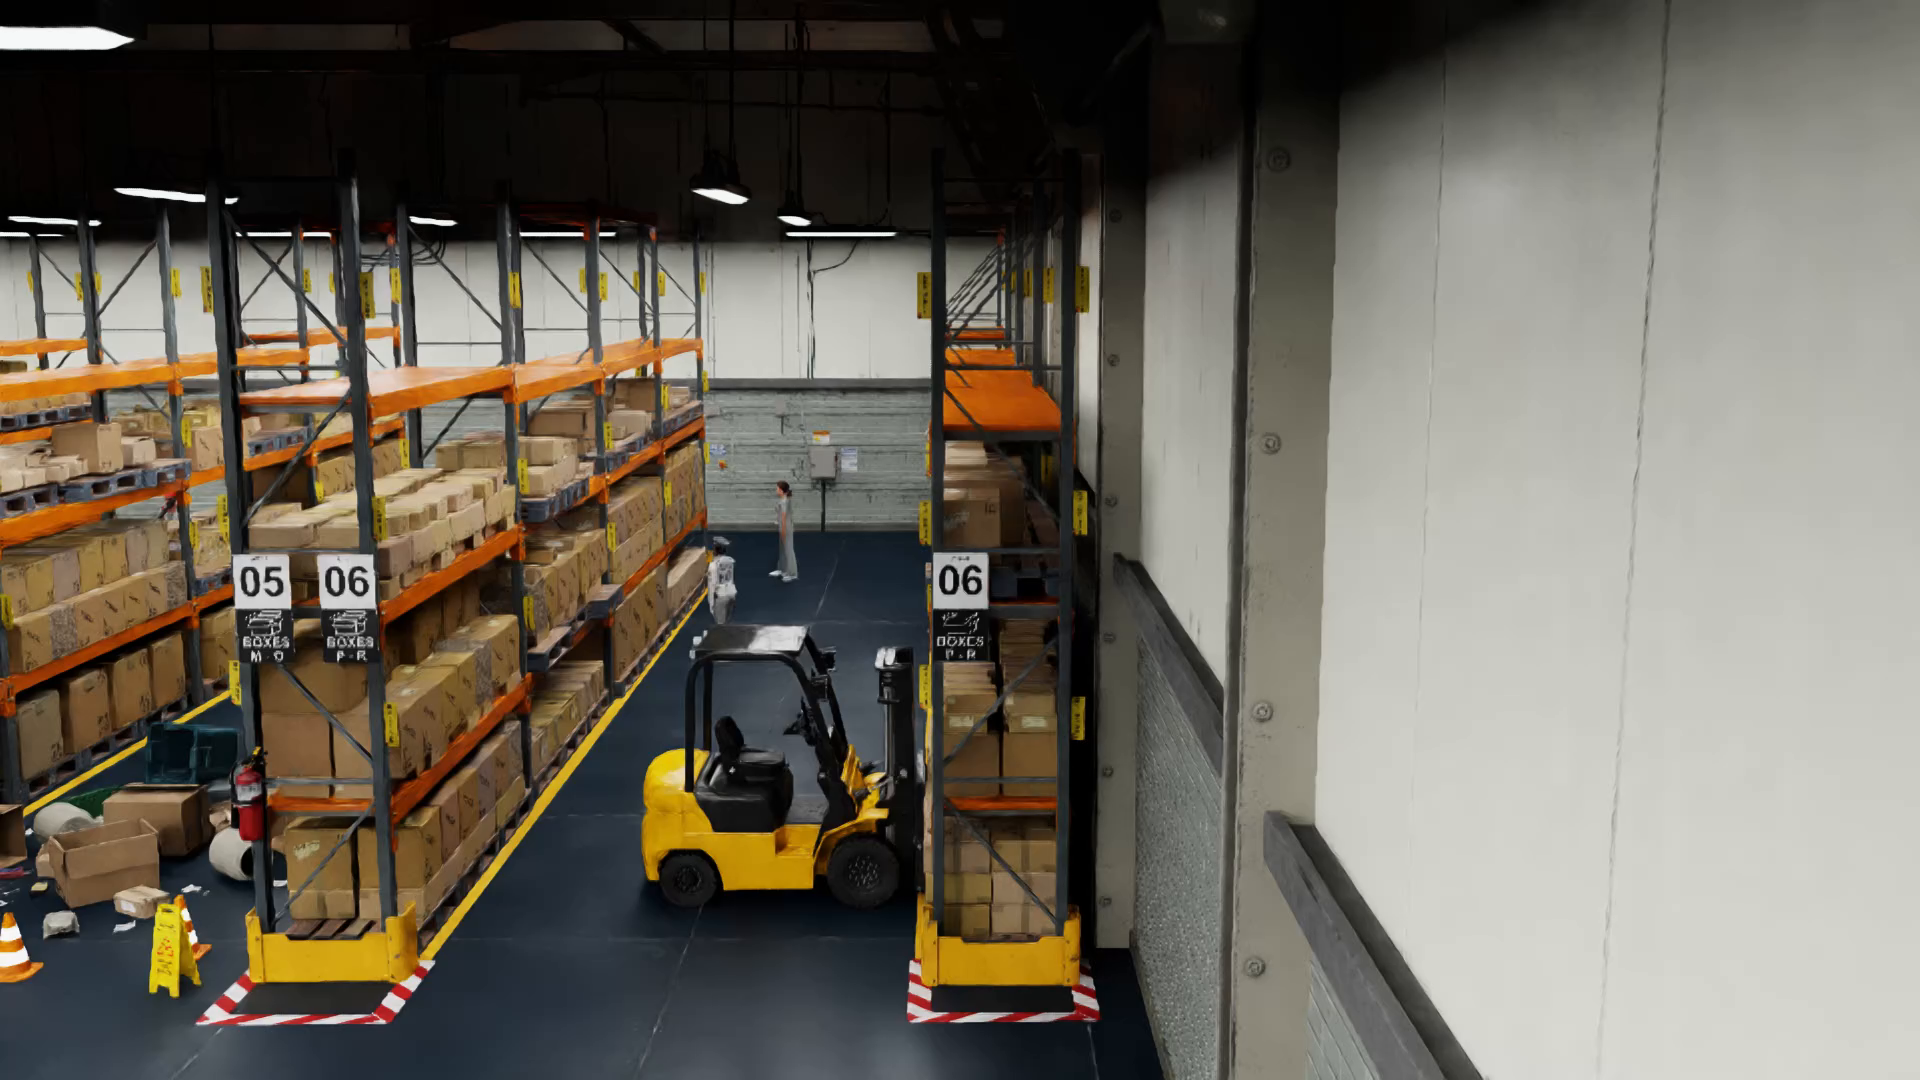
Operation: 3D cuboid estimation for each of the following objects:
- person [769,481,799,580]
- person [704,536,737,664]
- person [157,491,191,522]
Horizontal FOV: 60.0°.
[{"bbox_3d":[-3.000,-0.181,28.209,0.515,1.673,0.624,0,9,-2],"label":"person"},{"bbox_3d":[-3.224,0.790,22.218,0.459,1.677,0.525,5,11,30],"label":"person"},{"bbox_3d":[-12.704,0.011,26.916,0.553,1.709,1.123,0,9,2],"label":"person"}]
